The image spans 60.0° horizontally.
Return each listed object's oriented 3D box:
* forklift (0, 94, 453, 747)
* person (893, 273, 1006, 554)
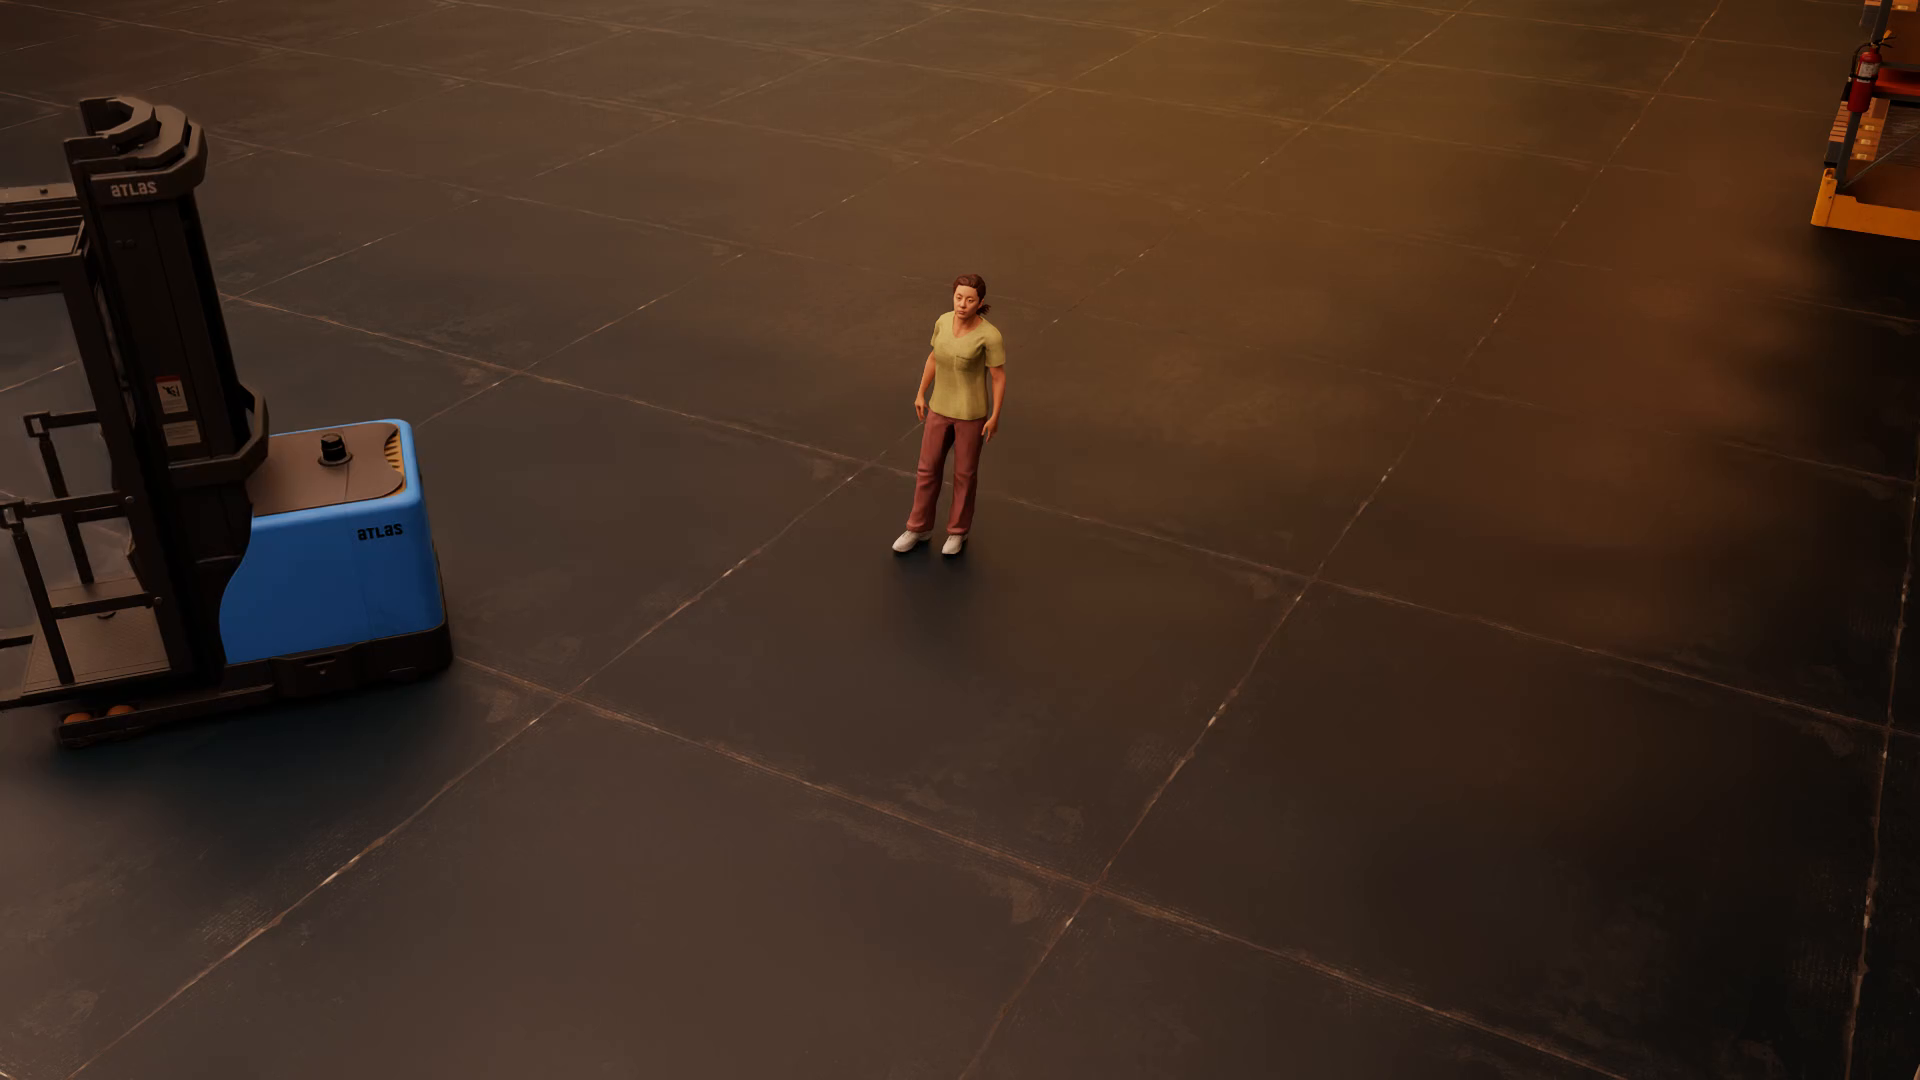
[{"bbox_3d":[-4.250,-0.544,8.013,3.031,2.935,1.130,-10,31,-17],"label":"forklift"},{"bbox_3d":[-0.046,-0.703,9.530,0.553,1.675,0.549,15,33,25],"label":"person"}]
